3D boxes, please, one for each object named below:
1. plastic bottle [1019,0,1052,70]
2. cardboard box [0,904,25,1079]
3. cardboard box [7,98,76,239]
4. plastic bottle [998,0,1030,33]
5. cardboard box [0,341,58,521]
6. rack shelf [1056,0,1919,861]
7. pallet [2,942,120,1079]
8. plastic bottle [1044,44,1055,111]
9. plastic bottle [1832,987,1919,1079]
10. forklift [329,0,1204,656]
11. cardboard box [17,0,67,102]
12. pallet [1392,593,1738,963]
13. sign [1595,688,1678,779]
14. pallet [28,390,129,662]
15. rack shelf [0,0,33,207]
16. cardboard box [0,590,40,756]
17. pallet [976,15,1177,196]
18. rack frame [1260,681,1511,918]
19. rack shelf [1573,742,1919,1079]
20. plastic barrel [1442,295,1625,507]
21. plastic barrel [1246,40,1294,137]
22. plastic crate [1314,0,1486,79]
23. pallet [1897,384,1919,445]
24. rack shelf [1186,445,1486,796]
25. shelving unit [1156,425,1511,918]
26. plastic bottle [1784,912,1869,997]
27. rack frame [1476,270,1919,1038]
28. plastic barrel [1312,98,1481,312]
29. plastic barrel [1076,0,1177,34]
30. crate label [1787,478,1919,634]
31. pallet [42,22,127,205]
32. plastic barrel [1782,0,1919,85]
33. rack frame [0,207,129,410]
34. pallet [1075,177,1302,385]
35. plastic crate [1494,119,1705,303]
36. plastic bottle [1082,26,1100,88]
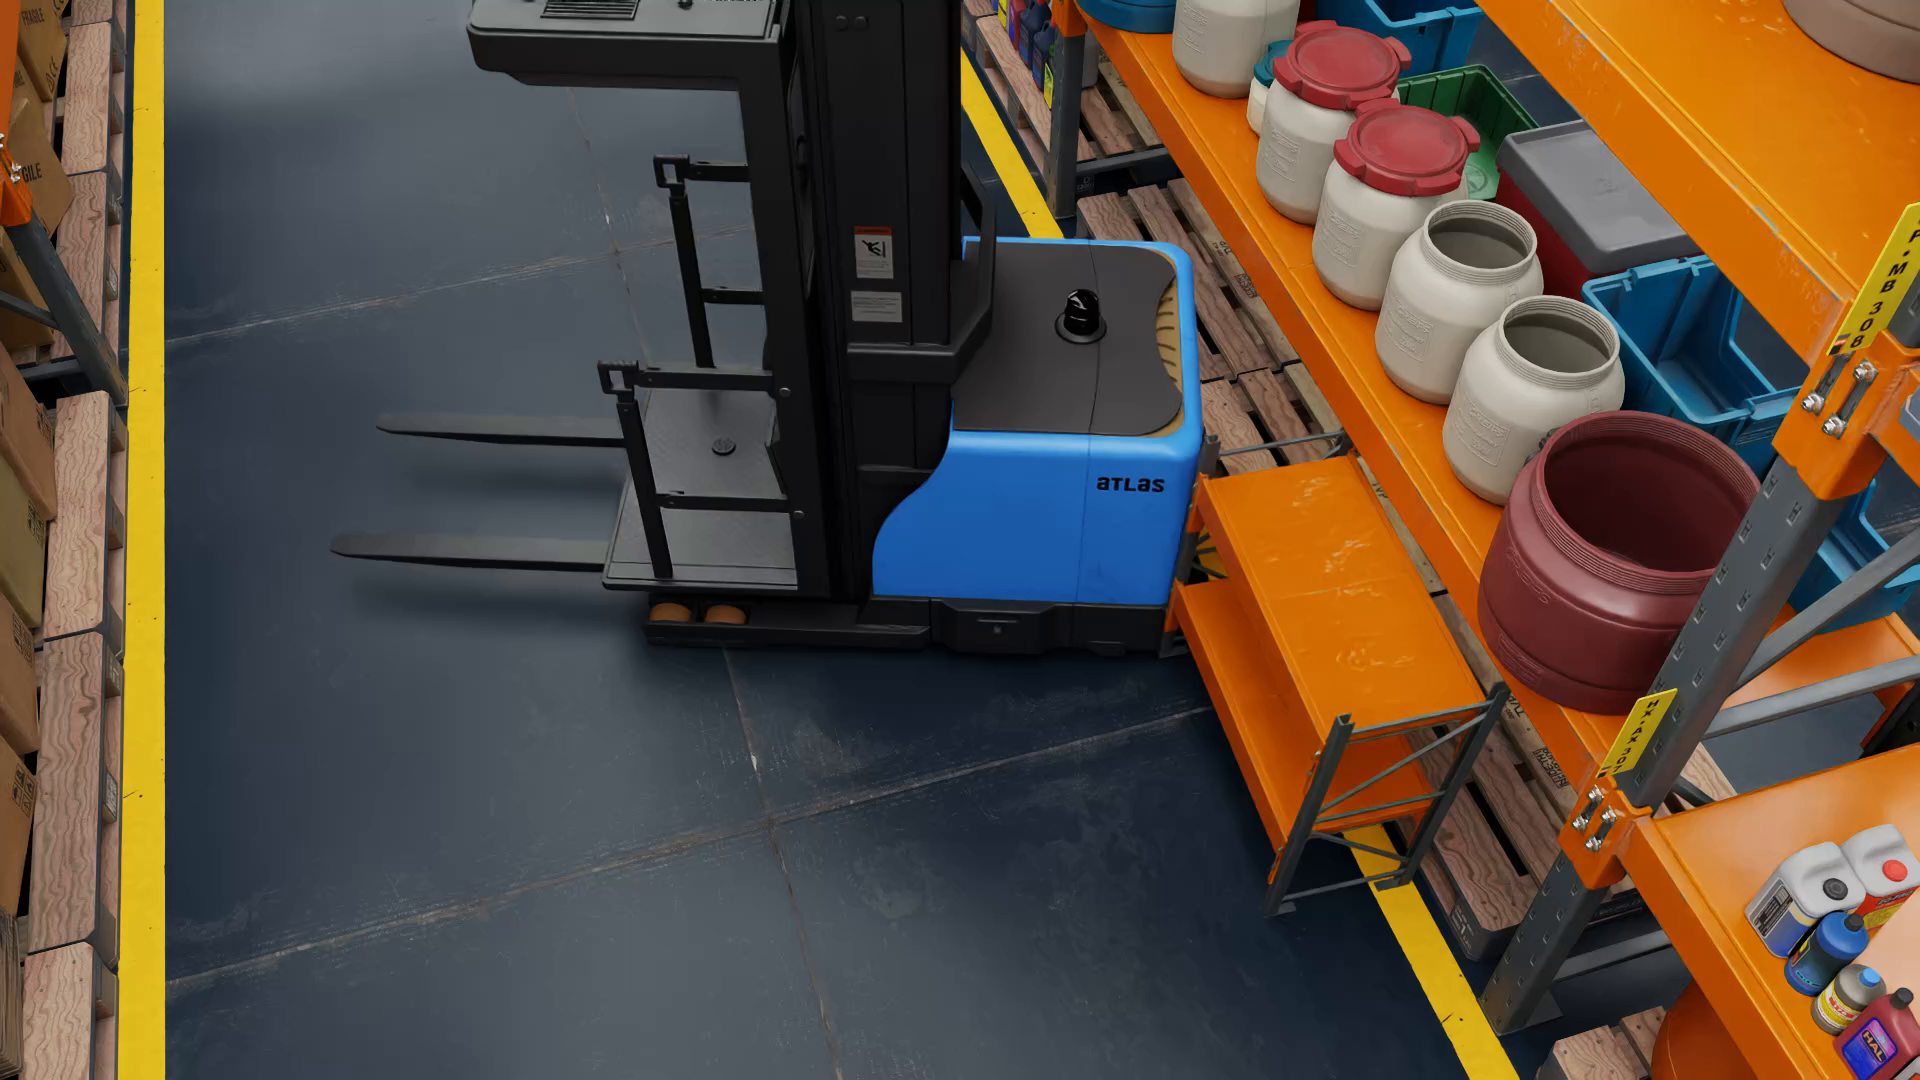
[{"bbox_3d":[0.364,-2.386,7.744,0.144,0.351,0.185,-16,52,-13],"label":"plastic bottle"},{"bbox_3d":[-3.056,1.266,4.568,0.700,0.500,0.500,-17,52,-14],"label":"cardboard box"},{"bbox_3d":[-4.102,-1.480,6.896,0.500,0.500,0.500,1,50,1],"label":"cardboard box"},{"bbox_3d":[0.268,-2.621,7.943,0.144,0.351,0.185,-14,51,-11],"label":"plastic bottle"},{"bbox_3d":[-3.684,-0.315,5.901,0.700,0.500,0.500,-17,52,-14],"label":"cardboard box"},{"bbox_3d":[1.478,-0.860,5.483,1.077,0.370,4.000,-13,51,-11],"label":"rack shelf"},{"bbox_3d":[-2.892,1.817,4.580,1.003,0.211,1.213,-13,51,-11],"label":"pallet"},{"bbox_3d":[0.429,-2.095,7.543,0.061,0.283,0.133,-11,51,-9],"label":"plastic bottle"},{"bbox_3d":[1.942,1.046,3.482,0.061,0.283,0.133,-13,51,-11],"label":"plastic bottle"},{"bbox_3d":[-0.723,-0.964,5.145,3.031,2.935,1.130,2,50,2],"label":"forklift"},{"bbox_3d":[-4.483,-2.333,7.615,0.500,0.500,0.500,-9,50,-8],"label":"cardboard box"},{"bbox_3d":[1.877,0.693,5.527,1.003,0.211,1.213,-13,51,-11],"label":"pallet"},{"bbox_3d":[1.546,0.446,3.805,0.100,0.325,0.005,-13,51,-11],"label":"sign"},{"bbox_3d":[-3.614,0.035,6.083,1.003,0.211,1.213,-13,51,-11],"label":"pallet"},{"bbox_3d":[-4.437,-2.661,7.002,1.077,0.370,4.000,-13,51,-11],"label":"rack shelf"},{"bbox_3d":[-3.395,0.446,5.259,0.700,0.500,0.500,-17,52,-14],"label":"cardboard box"},{"bbox_3d":[0.727,-2.153,7.927,1.003,0.211,1.213,-13,51,-11],"label":"pallet"},{"bbox_3d":[1.214,0.783,4.847,0.500,1.125,0.032,-10,52,-11],"label":"rack frame"},{"bbox_3d":[2.661,2.062,3.020,1.077,0.370,4.000,-13,51,-11],"label":"rack shelf"},{"bbox_3d":[1.561,-0.370,4.527,0.421,0.512,0.421,0,50,0],"label":"plastic barrel"},{"bbox_3d":[1.131,-1.506,5.648,0.301,0.262,0.301,0,50,0],"label":"plastic barrel"},{"bbox_3d":[1.510,-1.812,5.826,0.392,0.384,0.575,-13,51,-11],"label":"plastic crate"},{"bbox_3d":[2.202,0.044,2.413,1.003,0.211,1.213,-13,51,-11],"label":"pallet"},{"bbox_3d":[1.097,0.213,4.924,0.538,0.278,1.000,-10,52,-11],"label":"rack shelf"},{"bbox_3d":[1.086,0.396,5.152,0.538,1.125,1.048,-10,52,-11],"label":"shelving unit"},{"bbox_3d":[1.896,0.891,3.621,0.097,0.271,0.097,0,50,0],"label":"plastic bottle"},{"bbox_3d":[2.069,0.369,3.977,1.000,3.000,0.127,-13,51,-11],"label":"rack frame"},{"bbox_3d":[1.305,-0.996,5.039,0.433,0.535,0.433,0,50,0],"label":"plastic barrel"},{"bbox_3d":[0.711,-2.363,5.952,0.600,0.901,0.708,-13,51,-11],"label":"plastic barrel"},{"bbox_3d":[2.303,0.031,4.372,0.303,0.233,0.416,-13,51,-11],"label":"crate label"},{"bbox_3d":[-4.442,-1.909,7.721,1.003,0.211,1.213,-13,51,-11],"label":"pallet"},{"bbox_3d":[2.034,-1.408,3.185,0.600,0.901,0.600,0,50,0],"label":"plastic barrel"},{"bbox_3d":[-3.845,-1.432,5.496,1.000,3.000,0.127,-13,51,-11],"label":"rack frame"},{"bbox_3d":[1.155,-1.089,7.030,1.003,0.211,1.213,-13,51,-11],"label":"pallet"},{"bbox_3d":[1.884,-0.901,5.006,0.402,0.464,0.583,-13,51,-11],"label":"plastic crate"},{"bbox_3d":[0.558,-2.278,7.653,0.144,0.351,0.185,-13,51,-11],"label":"plastic bottle"}]
